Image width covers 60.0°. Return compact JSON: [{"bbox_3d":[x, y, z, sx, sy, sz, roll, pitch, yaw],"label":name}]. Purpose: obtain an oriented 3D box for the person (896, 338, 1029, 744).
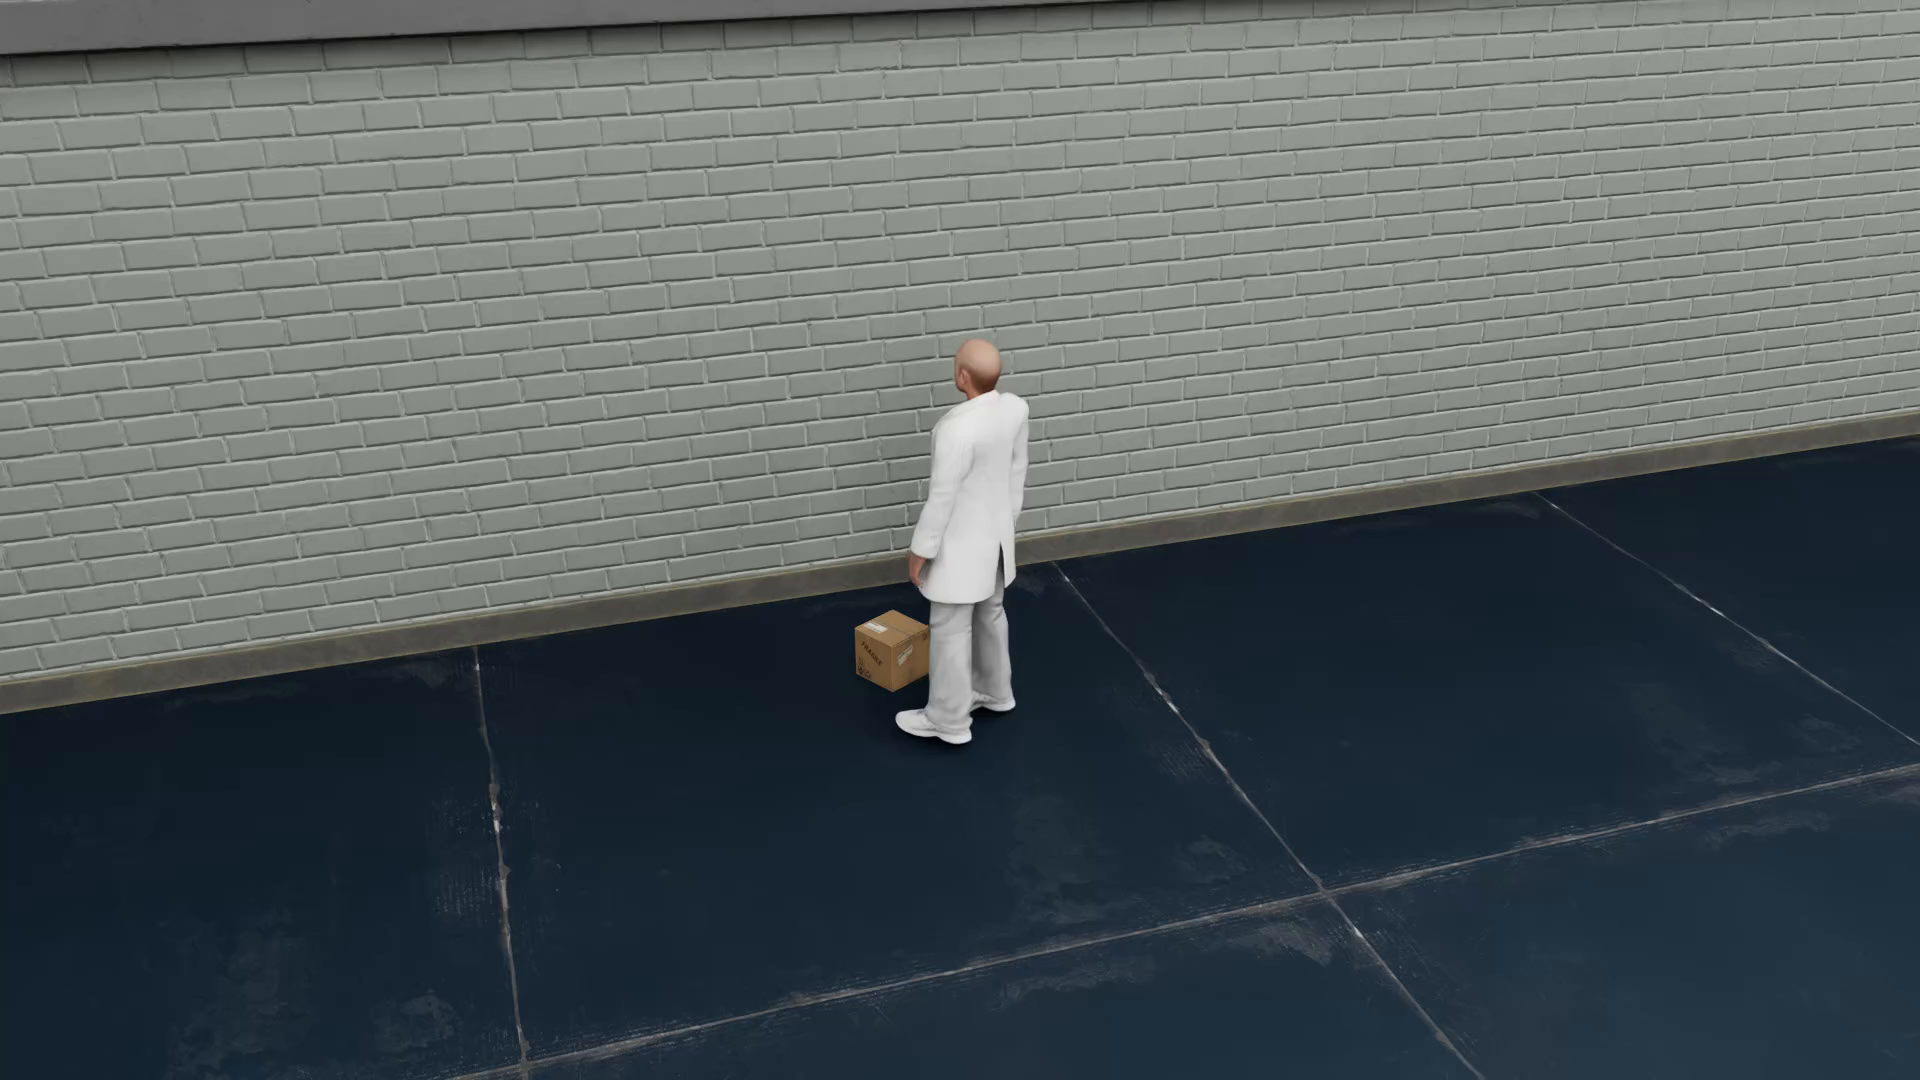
[{"bbox_3d":[0.010,-0.015,7.126,0.396,1.792,0.628,17,31,31],"label":"person"}]
